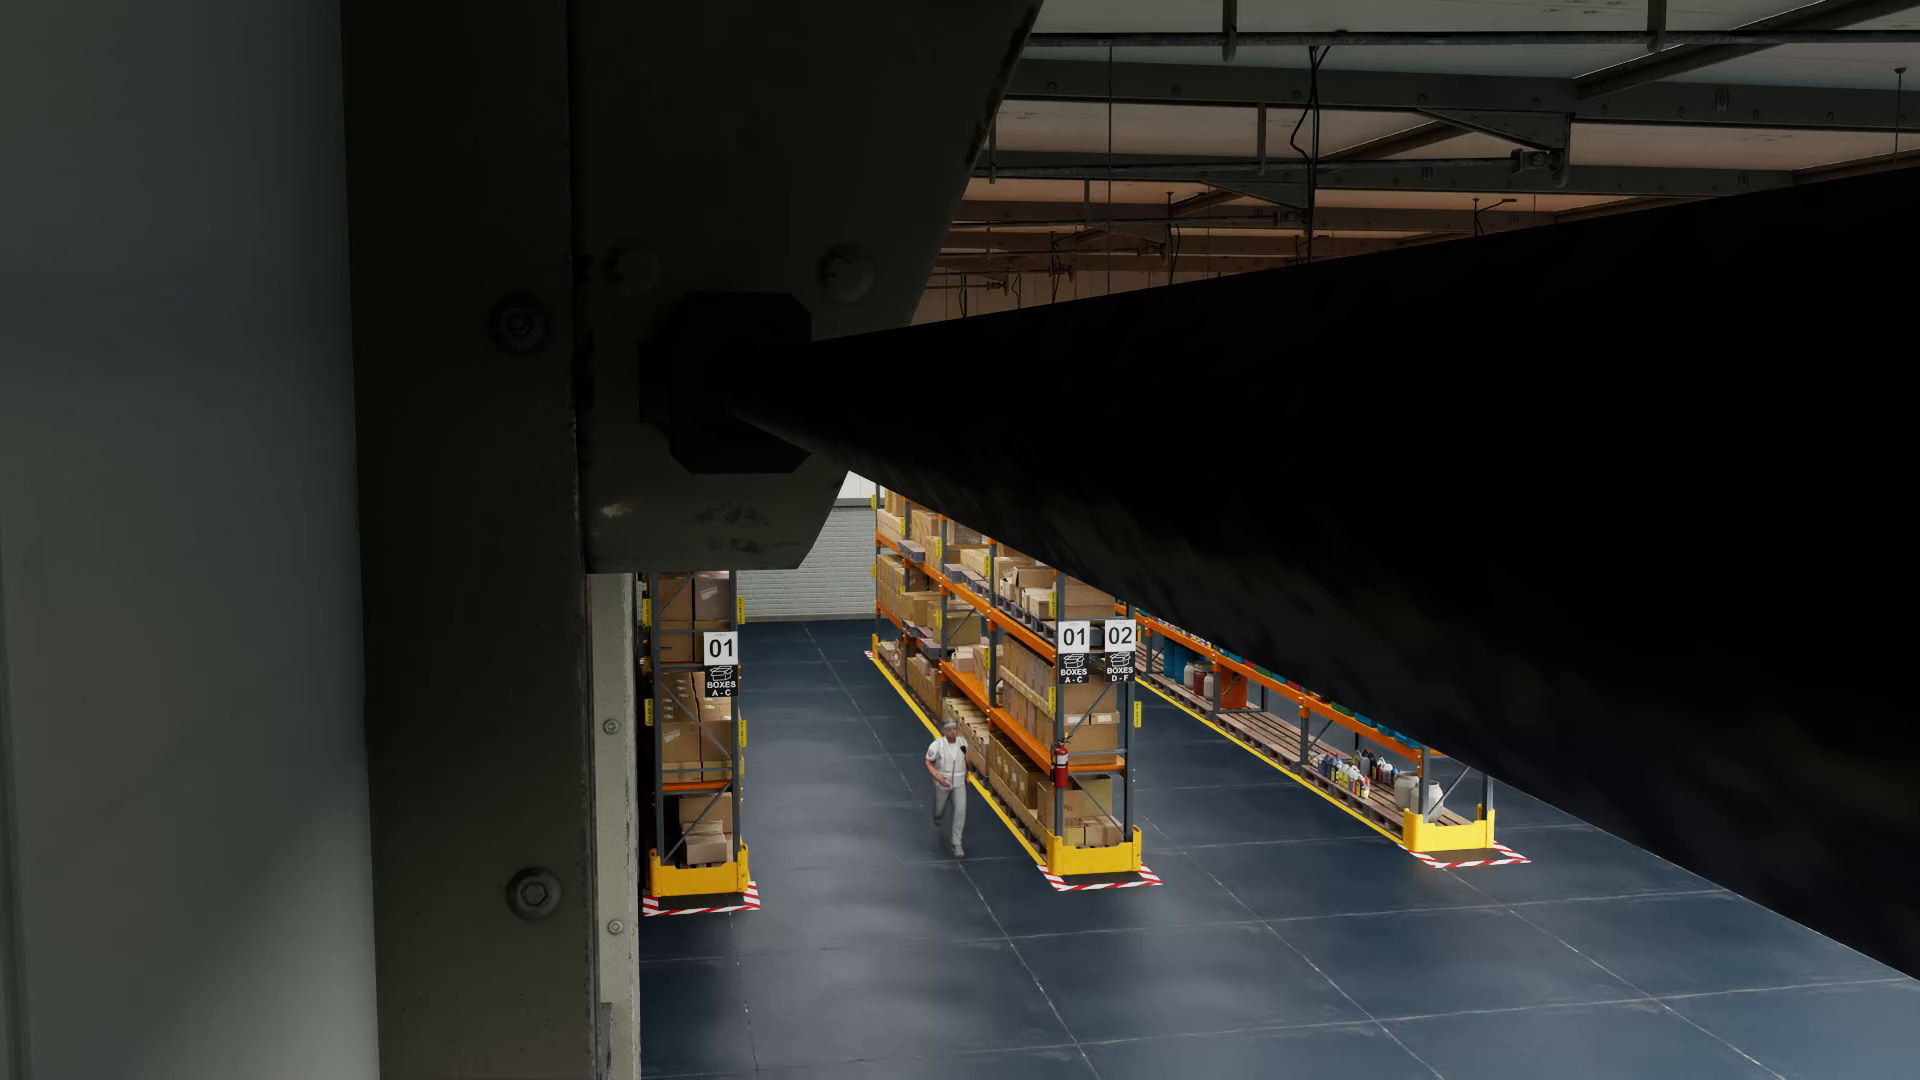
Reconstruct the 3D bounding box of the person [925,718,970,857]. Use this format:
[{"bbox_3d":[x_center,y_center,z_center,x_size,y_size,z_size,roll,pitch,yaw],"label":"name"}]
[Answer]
[{"bbox_3d":[-0.150,3.223,22.051,0.641,1.784,1.037,-1,6,-11],"label":"person"}]
